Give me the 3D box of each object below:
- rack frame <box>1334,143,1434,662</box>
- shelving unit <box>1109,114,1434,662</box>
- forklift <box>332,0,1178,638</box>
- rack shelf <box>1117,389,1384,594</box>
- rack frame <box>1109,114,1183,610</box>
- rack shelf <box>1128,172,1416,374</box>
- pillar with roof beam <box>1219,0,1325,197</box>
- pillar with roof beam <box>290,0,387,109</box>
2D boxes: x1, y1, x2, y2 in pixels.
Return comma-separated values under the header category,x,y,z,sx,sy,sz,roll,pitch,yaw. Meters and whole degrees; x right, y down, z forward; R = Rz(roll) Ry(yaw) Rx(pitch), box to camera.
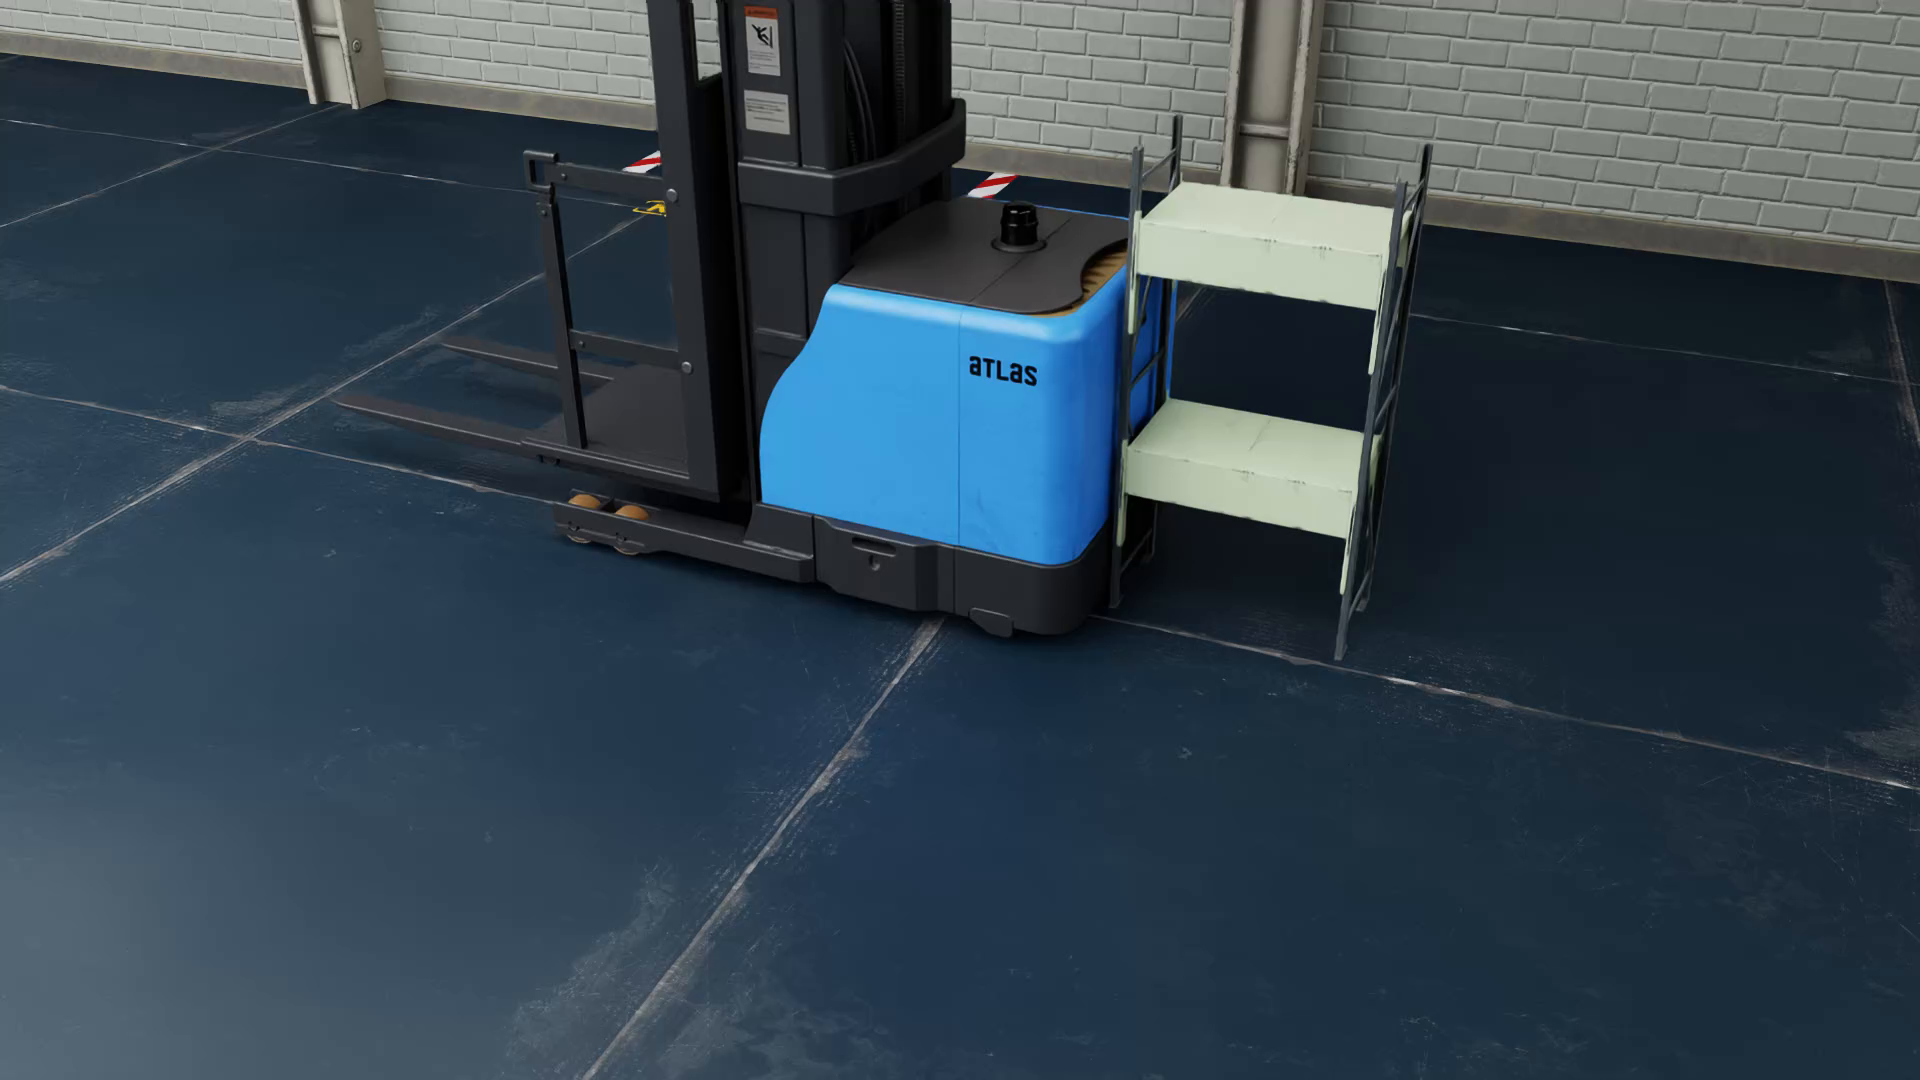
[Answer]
category,x,y,z,sx,sy,sz,roll,pitch,yaw
rack frame,1.239,-0.372,4.885,0.023,1.500,0.400,13,32,21
shelving unit,0.905,-0.446,5.015,0.755,1.500,0.431,13,32,21
forklift,-0.837,-1.447,5.331,3.031,2.935,1.130,13,32,21
rack shelf,0.905,-0.163,5.176,0.720,0.370,0.431,13,32,21
rack frame,0.571,-0.520,5.146,0.023,1.500,0.400,13,32,21
rack shelf,0.905,-0.786,4.823,0.720,0.370,0.431,13,32,21
pillar with roof beam,-0.022,-3.700,3.151,0.400,9.000,9.100,11,31,19
pillar with roof beam,-5.582,-4.810,5.115,0.400,9.000,9.100,11,31,19
